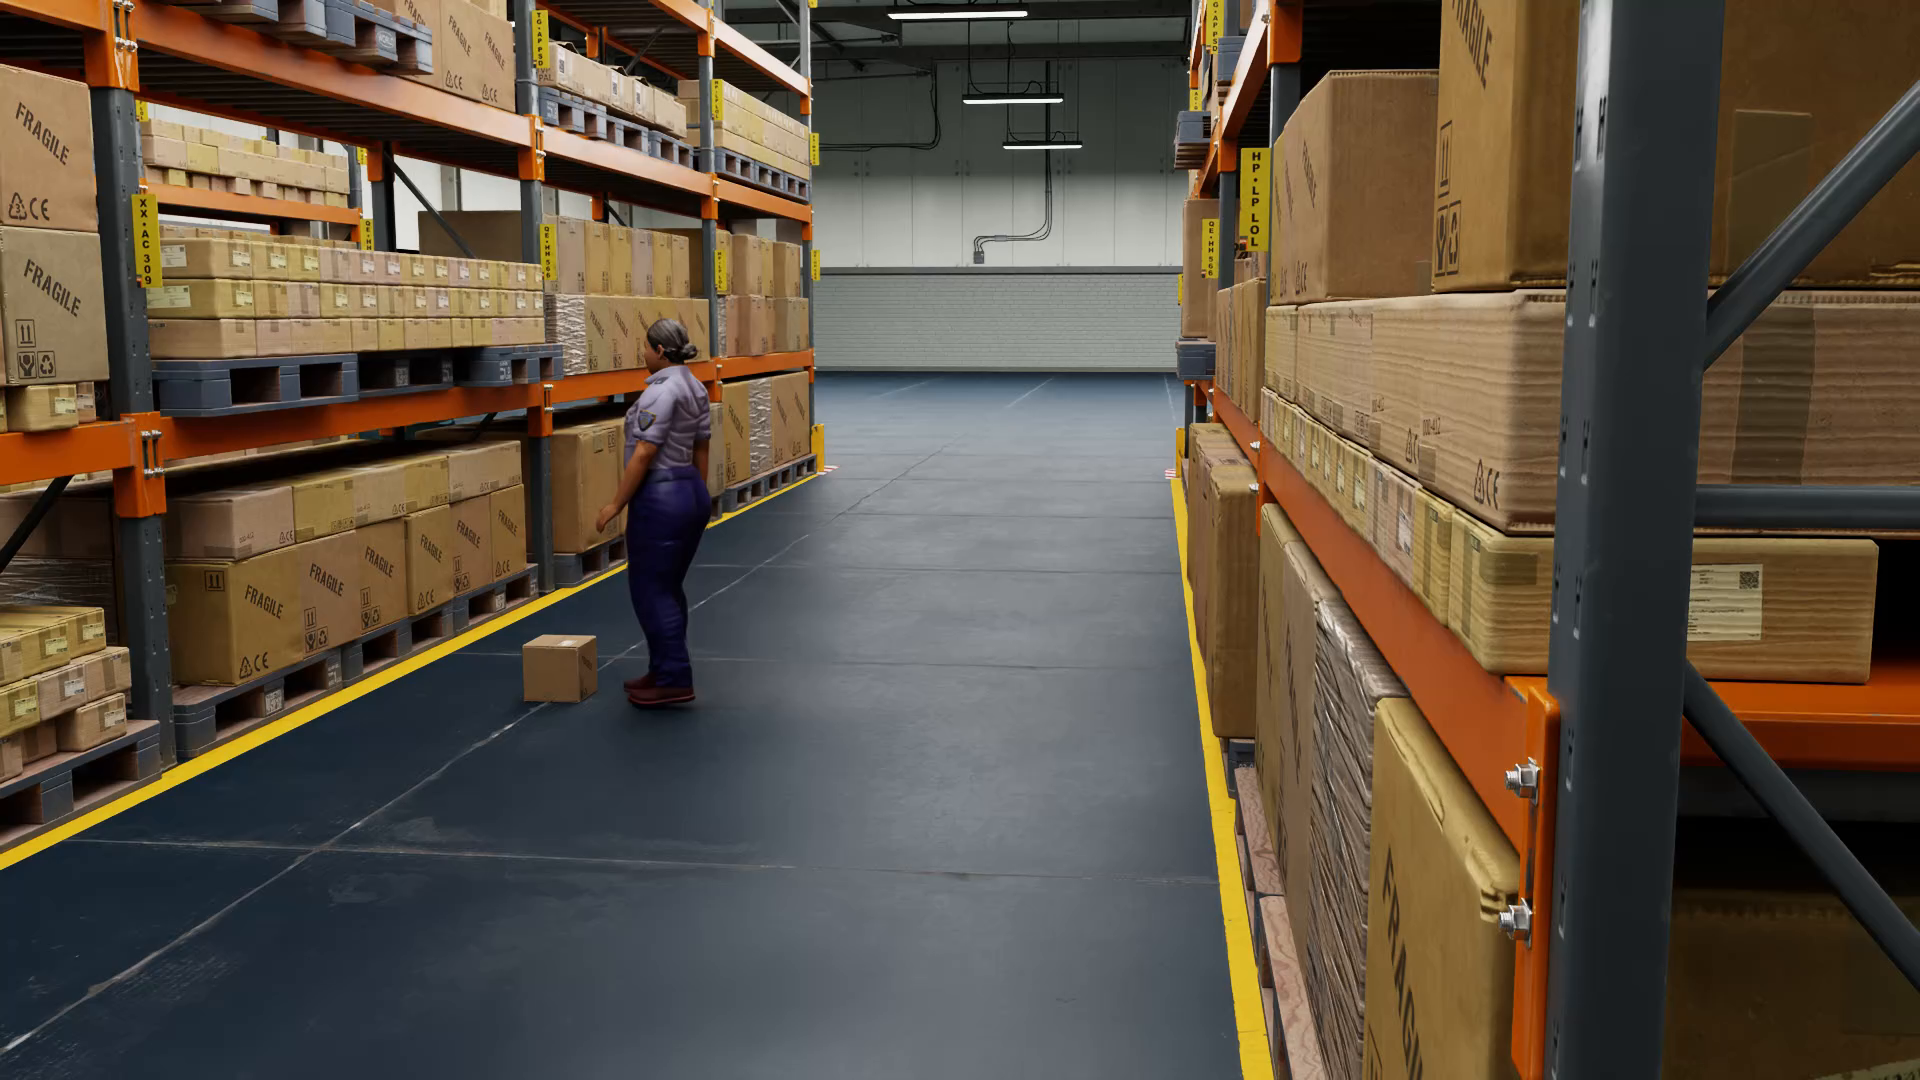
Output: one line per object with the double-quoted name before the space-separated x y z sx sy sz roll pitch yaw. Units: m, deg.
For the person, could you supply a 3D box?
"person" -1.331 -0.119 7.176 0.472 1.666 0.517 2 8 14
